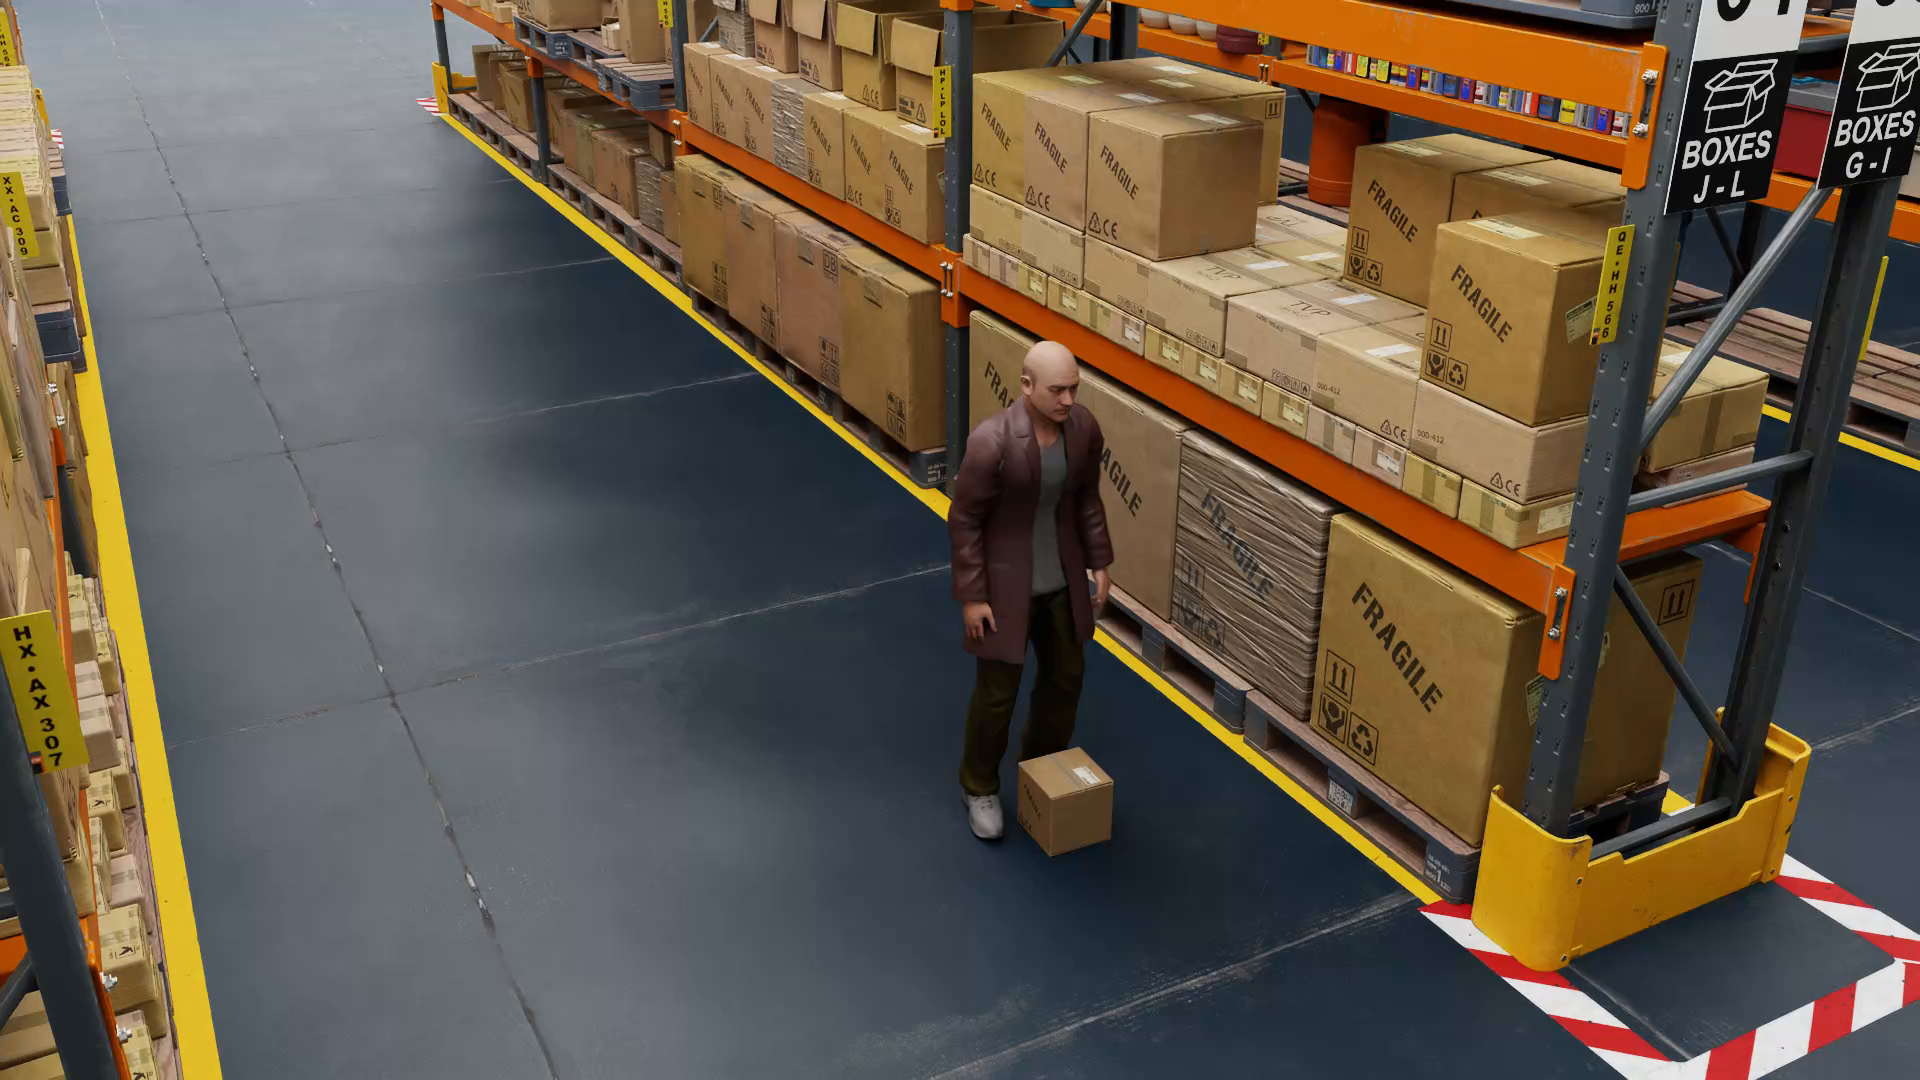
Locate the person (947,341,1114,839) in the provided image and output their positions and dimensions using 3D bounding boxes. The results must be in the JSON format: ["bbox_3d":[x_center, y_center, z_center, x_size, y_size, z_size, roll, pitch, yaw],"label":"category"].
[{"bbox_3d":[0.252,0.152,5.802,0.643,1.774,0.424,-14,29,-28],"label":"person"}]
